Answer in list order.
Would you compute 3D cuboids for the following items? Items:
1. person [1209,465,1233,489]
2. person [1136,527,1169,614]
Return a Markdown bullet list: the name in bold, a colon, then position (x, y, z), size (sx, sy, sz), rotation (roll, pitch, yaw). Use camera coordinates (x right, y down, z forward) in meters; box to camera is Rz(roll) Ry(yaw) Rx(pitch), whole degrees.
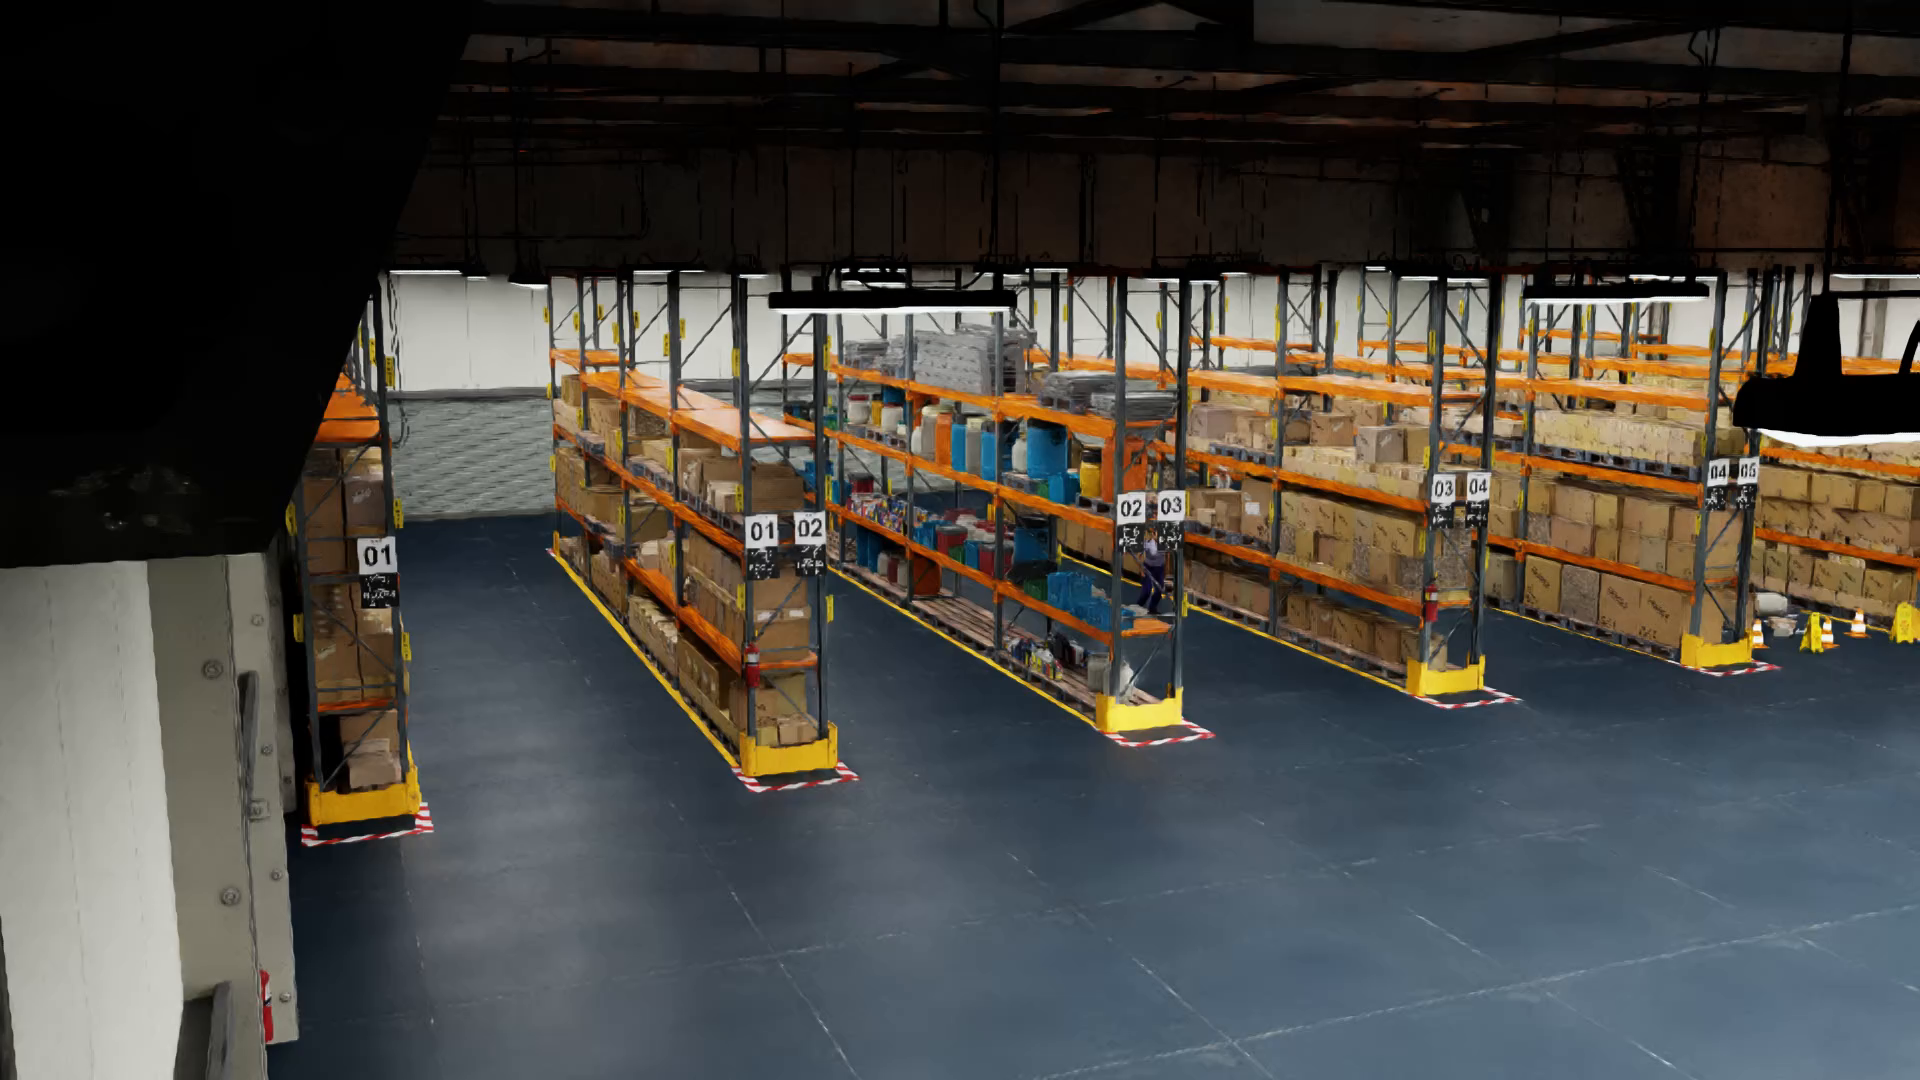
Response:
- **person**: position (5.700, -0.841, 36.491), size (0.677, 1.742, 0.547), rotation (-4, 11, -23)
- **person**: position (3.359, 0.547, 29.028), size (0.625, 1.573, 0.510), rotation (-4, 11, -23)
